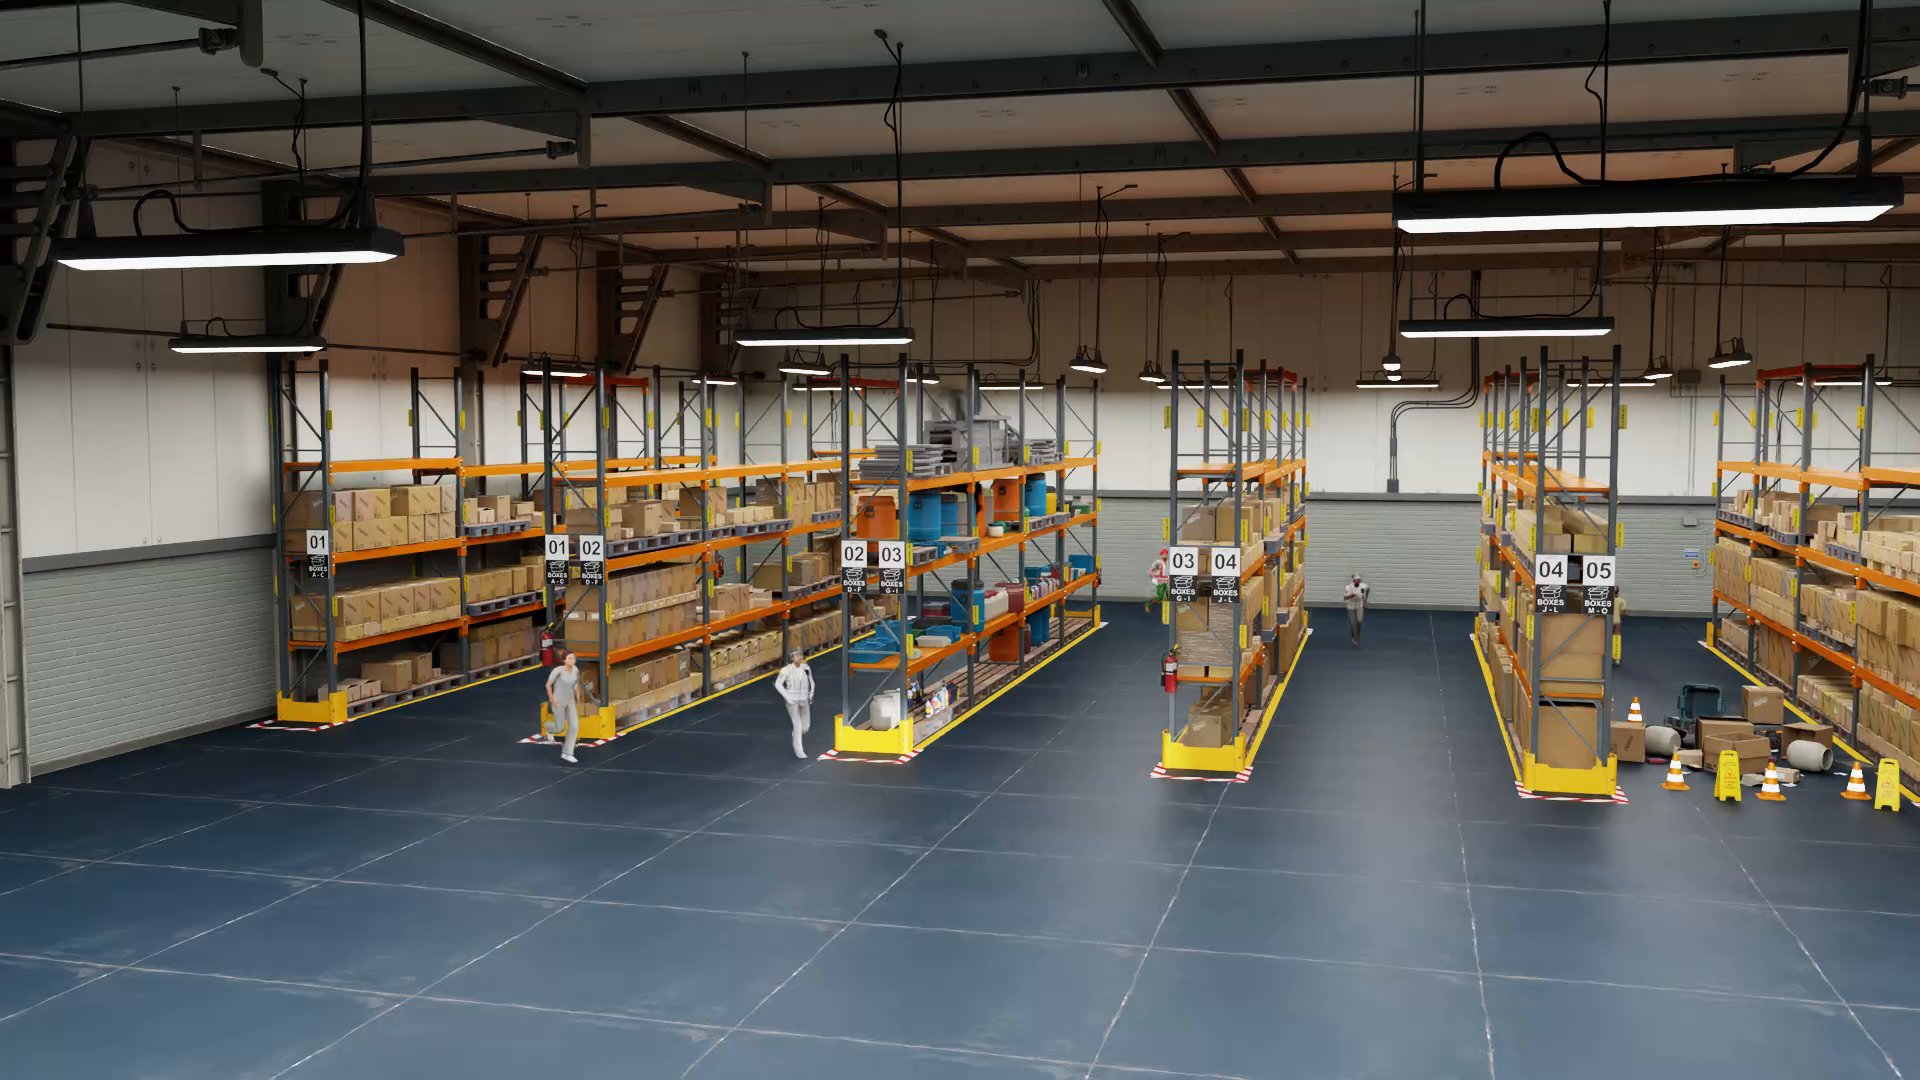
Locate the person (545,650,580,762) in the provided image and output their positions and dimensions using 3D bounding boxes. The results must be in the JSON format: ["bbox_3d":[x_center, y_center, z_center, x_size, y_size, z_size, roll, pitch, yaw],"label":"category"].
[{"bbox_3d":[-5.903,2.440,24.678,0.571,1.649,0.858,-4,6,-43],"label":"person"}]

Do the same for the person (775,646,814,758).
[{"bbox_3d":[-2.464,2.394,24.809,0.633,1.667,0.574,-2,5,-27],"label":"person"}]

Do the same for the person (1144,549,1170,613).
[{"bbox_3d":[5.125,1.110,42.385,0.829,1.763,0.603,-4,6,-42],"label":"person"}]

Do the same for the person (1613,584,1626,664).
[{"bbox_3d":[13.411,1.719,34.246,0.593,1.622,0.726,0,4,7],"label":"person"}]

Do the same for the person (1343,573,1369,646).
[{"bbox_3d":[8.778,1.523,36.837,0.561,1.623,0.869,1,4,12],"label":"person"}]
